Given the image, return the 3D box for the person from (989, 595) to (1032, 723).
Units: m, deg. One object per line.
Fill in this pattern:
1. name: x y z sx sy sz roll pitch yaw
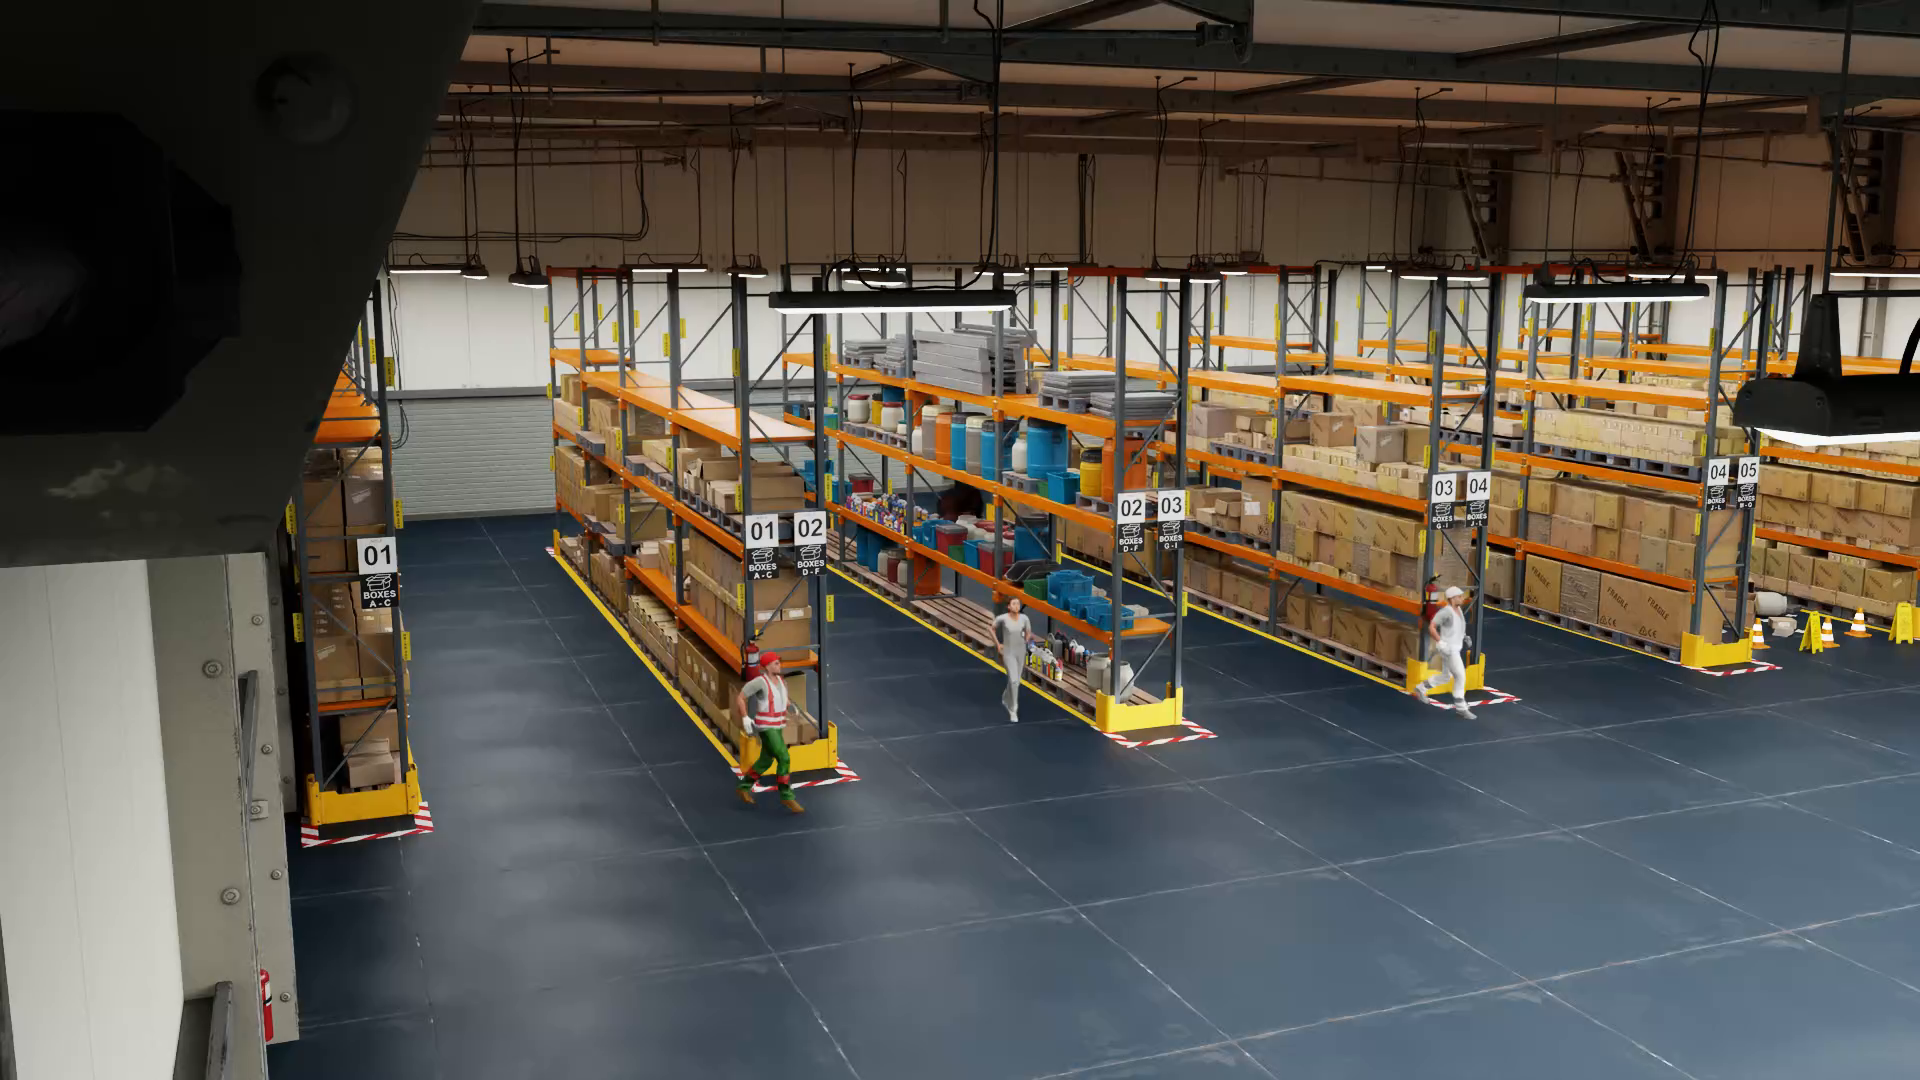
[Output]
1. person: 0.721 1.599 22.703 0.545 1.729 0.723 -4 11 -23

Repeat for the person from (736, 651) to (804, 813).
1. person: -2.122 2.168 19.033 0.901 1.769 0.694 4 11 22

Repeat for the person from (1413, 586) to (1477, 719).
1. person: 6.708 1.515 22.875 0.934 1.794 0.680 6 12 32

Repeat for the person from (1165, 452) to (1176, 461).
1. person: 5.086 -1.663 41.072 1.008 1.764 0.740 -6 11 -29
